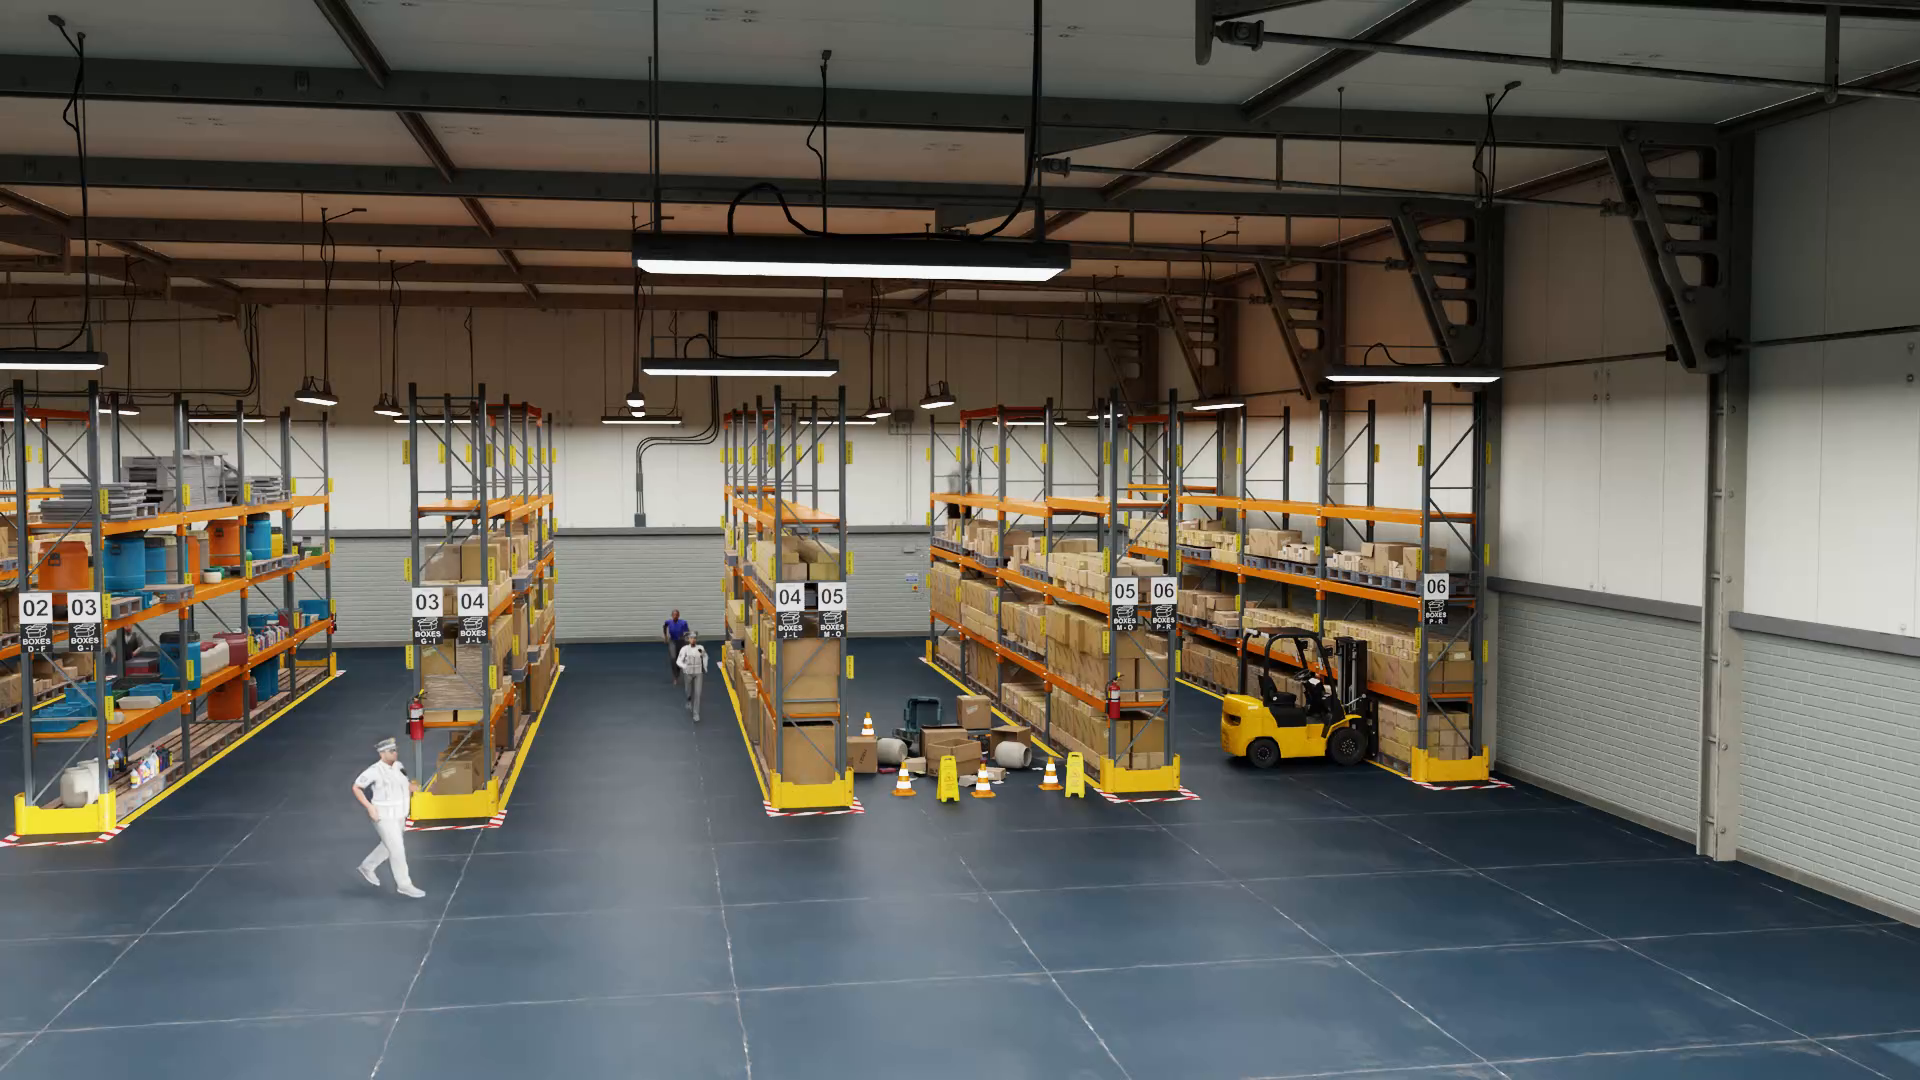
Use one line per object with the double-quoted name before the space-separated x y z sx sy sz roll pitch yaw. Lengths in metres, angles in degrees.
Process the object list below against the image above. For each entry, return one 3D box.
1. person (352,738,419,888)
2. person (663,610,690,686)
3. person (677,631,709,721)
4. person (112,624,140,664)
"person" -6.534 3.087 18.943 0.813 1.687 0.660 1 3 17
"person" -6.242 2.341 36.649 0.580 1.658 1.054 -1 3 -11
"person" -5.080 2.559 31.674 0.625 1.689 0.864 -1 3 -16
"person" -16.836 2.468 33.560 0.522 1.546 0.526 -1 3 -27
